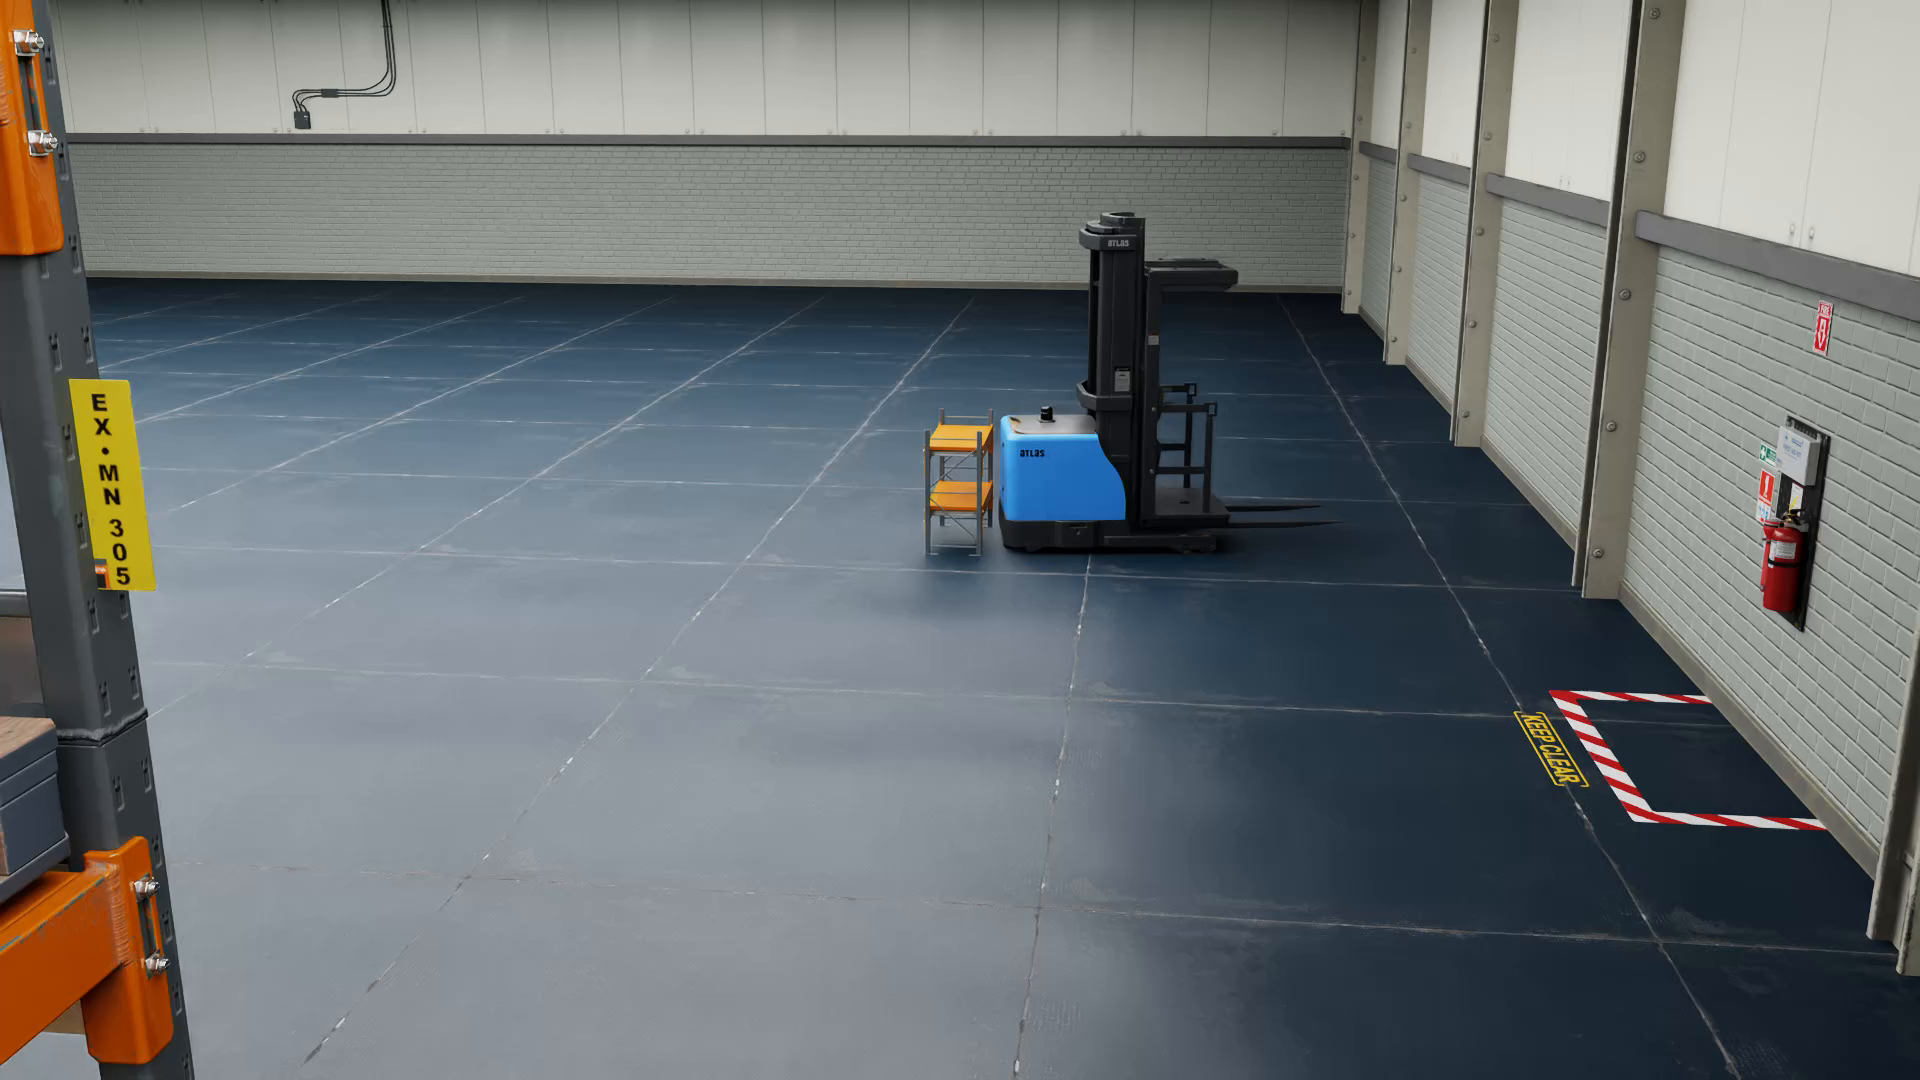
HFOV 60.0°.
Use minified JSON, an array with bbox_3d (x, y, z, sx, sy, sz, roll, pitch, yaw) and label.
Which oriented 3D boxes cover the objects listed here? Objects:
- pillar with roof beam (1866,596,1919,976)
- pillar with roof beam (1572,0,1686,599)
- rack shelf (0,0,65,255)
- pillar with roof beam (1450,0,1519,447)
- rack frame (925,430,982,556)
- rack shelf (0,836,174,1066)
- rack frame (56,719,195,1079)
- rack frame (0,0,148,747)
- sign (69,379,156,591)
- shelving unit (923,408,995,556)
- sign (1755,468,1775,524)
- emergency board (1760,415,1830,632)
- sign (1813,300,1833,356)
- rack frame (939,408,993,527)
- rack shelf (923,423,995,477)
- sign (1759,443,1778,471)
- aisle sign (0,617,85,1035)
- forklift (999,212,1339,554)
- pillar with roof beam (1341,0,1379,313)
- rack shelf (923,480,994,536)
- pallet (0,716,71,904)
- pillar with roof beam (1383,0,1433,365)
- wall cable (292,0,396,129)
[{"bbox_3d":[0.283,-2.490,7.219,9.100,9.000,0.400,2,15,6],"label":"pillar with roof beam"},{"bbox_3d":[0.960,-4.046,12.974,9.100,9.000,0.400,2,15,6],"label":"pillar with roof beam"},{"bbox_3d":[-2.045,-0.100,0.525,1.077,0.370,4.000,2,15,6],"label":"rack shelf"},{"bbox_3d":[1.637,-5.602,18.729,9.100,9.000,0.400,2,15,6],"label":"pillar with roof beam"},{"bbox_3d":[-0.058,-0.409,14.609,0.500,1.125,0.032,2,15,6],"label":"rack frame"},{"bbox_3d":[-2.045,1.155,0.864,1.077,0.370,4.000,2,15,6],"label":"rack shelf"},{"bbox_3d":[-1.819,1.737,3.080,1.000,3.000,0.127,2,15,6],"label":"rack frame"},{"bbox_3d":[-1.819,-1.159,2.297,1.000,3.000,0.127,2,15,6],"label":"rack frame"},{"bbox_3d":[-1.282,-0.081,2.511,0.100,0.325,0.005,2,15,6],"label":"sign"},{"bbox_3d":[-0.001,-0.541,15.097,0.538,1.125,1.048,2,15,6],"label":"shelving unit"},{"bbox_3d":[5.042,-0.265,10.414,0.001,0.329,0.234,2,15,6],"label":"sign"},{"bbox_3d":[4.877,-0.107,9.900,0.194,1.169,0.643,2,15,6],"label":"emergency board"},{"bbox_3d":[4.977,-1.225,9.594,0.001,0.298,0.199,2,15,6],"label":"sign"},{"bbox_3d":[0.057,-0.673,15.584,0.500,1.125,0.032,2,15,6],"label":"rack frame"},{"bbox_3d":[-0.001,-0.824,15.020,0.538,0.278,1.000,2,15,6],"label":"rack shelf"},{"bbox_3d":[5.033,-0.520,10.341,0.001,0.109,0.331,2,15,6],"label":"sign"},{"bbox_3d":[-1.520,0.474,2.772,0.394,0.787,0.004,2,15,6],"label":"aisle sign"},{"bbox_3d":[1.896,-1.432,14.932,3.031,2.935,1.130,-1,15,-2],"label":"forklift"},{"bbox_3d":[2.991,-8.715,30.239,9.100,9.000,0.400,2,15,6],"label":"pillar with roof beam"},{"bbox_3d":[-0.001,-0.305,15.161,0.538,0.278,1.000,2,15,6],"label":"rack shelf"},{"bbox_3d":[-1.925,0.514,2.025,1.003,0.211,1.213,2,15,6],"label":"pallet"},{"bbox_3d":[2.314,-7.159,24.484,9.100,9.000,0.400,2,15,6],"label":"pillar with roof beam"},{"bbox_3d":[-12.953,-11.599,34.390,2.305,6.003,0.169,2,15,6],"label":"wall cable"}]
